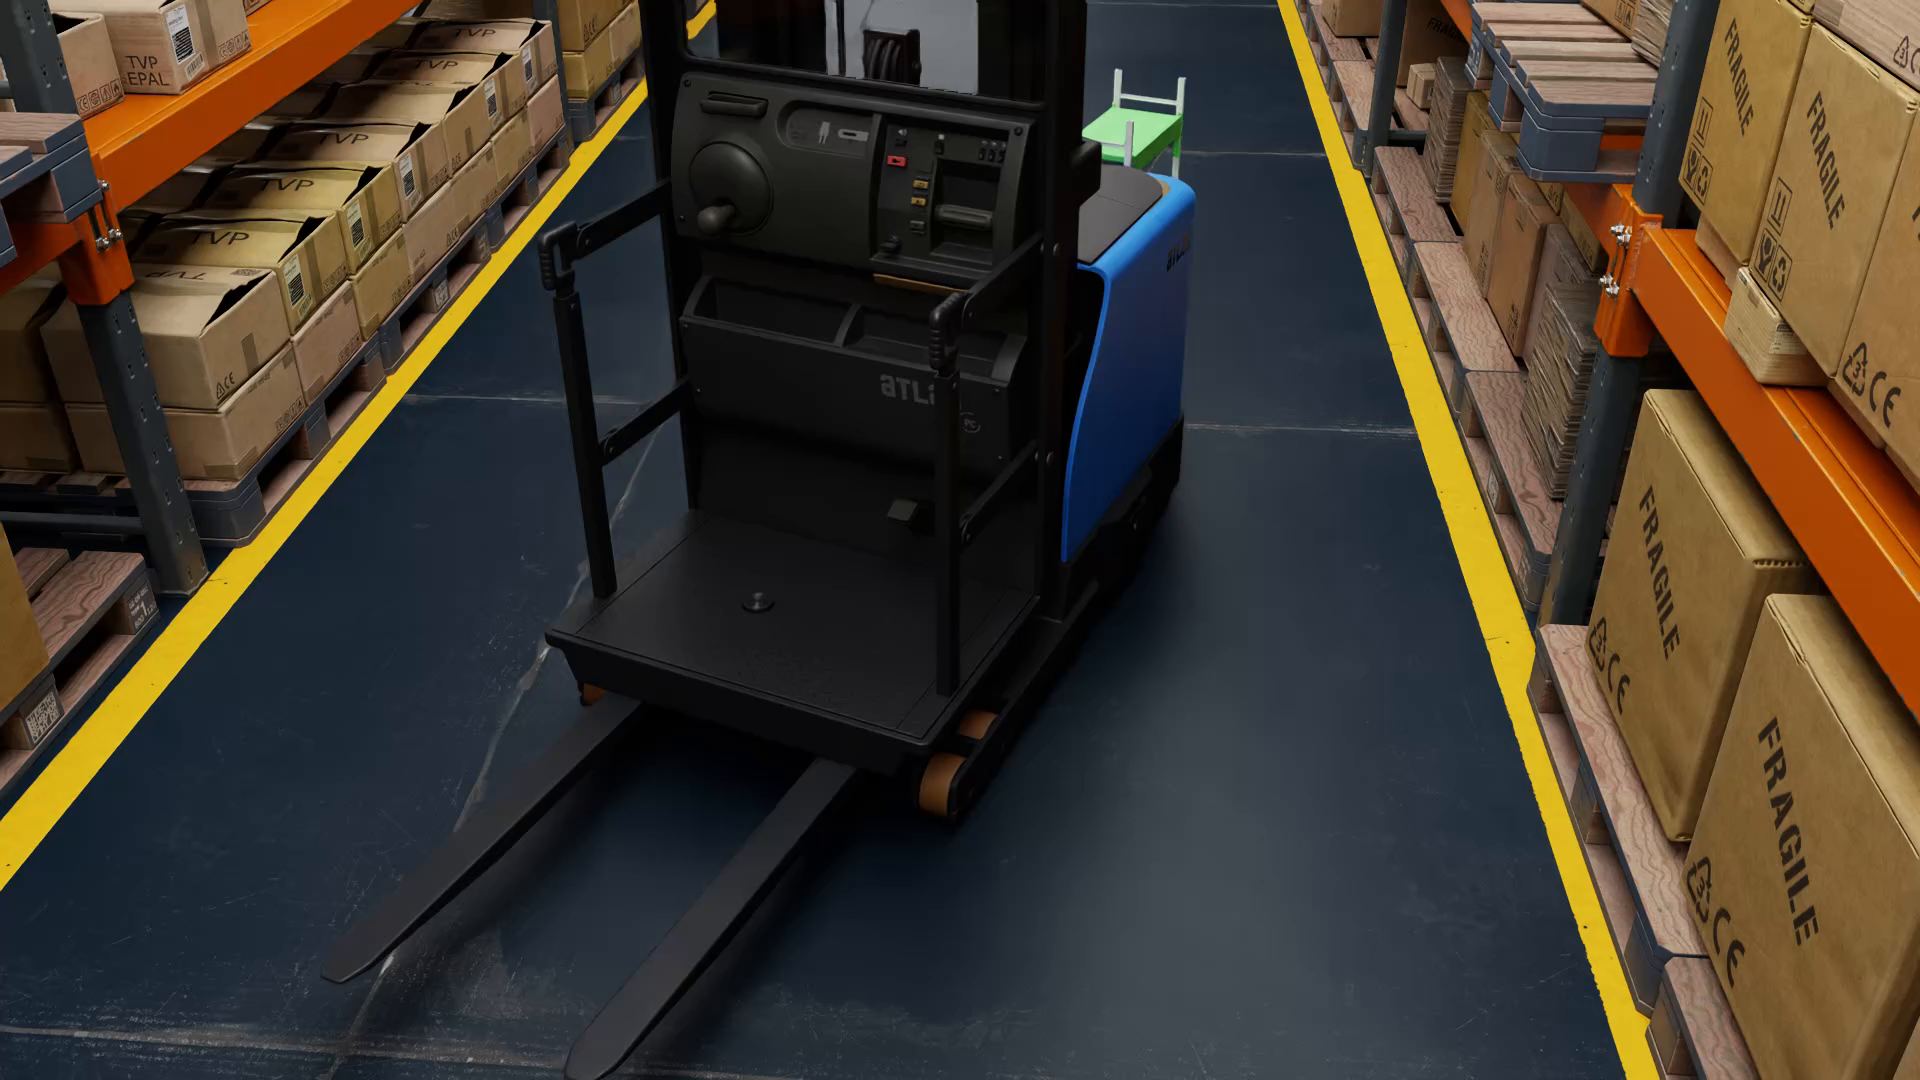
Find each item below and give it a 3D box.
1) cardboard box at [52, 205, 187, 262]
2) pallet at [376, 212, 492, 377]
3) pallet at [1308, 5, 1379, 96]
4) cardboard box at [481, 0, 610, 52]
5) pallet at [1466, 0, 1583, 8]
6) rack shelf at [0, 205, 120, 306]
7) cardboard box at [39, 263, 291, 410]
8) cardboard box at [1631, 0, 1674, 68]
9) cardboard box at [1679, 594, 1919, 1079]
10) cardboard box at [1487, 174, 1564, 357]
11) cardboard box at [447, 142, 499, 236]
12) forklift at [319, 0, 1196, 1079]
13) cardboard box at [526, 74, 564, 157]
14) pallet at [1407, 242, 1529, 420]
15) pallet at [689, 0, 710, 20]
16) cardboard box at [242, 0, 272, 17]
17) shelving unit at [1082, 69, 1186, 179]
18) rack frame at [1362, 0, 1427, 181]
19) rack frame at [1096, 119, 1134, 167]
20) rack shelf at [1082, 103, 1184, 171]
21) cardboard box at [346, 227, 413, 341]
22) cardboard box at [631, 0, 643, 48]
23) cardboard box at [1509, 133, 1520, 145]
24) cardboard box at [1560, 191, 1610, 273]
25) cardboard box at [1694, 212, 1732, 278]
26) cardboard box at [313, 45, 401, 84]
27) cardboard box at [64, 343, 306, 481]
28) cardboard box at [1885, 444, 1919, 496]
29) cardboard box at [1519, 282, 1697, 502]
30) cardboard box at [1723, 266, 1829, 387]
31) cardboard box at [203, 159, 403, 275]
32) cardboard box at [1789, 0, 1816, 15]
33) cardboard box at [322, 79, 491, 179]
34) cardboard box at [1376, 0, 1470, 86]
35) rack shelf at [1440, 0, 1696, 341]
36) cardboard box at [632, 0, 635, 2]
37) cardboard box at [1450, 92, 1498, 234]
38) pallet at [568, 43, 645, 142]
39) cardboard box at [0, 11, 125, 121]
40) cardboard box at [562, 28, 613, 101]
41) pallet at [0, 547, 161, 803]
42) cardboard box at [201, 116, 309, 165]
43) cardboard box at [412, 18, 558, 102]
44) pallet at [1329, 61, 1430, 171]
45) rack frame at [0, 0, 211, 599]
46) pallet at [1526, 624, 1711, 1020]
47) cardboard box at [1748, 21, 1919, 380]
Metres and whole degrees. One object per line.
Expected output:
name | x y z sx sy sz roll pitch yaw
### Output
cardboard box | -2.956 -0.960 5.634 0.500 0.311 0.500 2 32 3
pallet | -2.581 -1.034 6.727 1.003 0.211 1.213 2 32 4
pallet | 2.590 -2.843 9.663 1.003 0.211 1.213 2 32 4
cardboard box | -2.114 -2.804 8.447 0.500 0.500 0.500 2 32 4
pallet | 2.269 -1.902 5.660 1.003 0.211 1.213 2 32 4
rack shelf | -2.952 0.196 2.759 1.077 0.370 4.000 2 32 4
cardboard box | -2.454 -0.664 5.155 0.500 0.311 0.500 3 32 6
cardboard box | 2.177 -1.423 4.185 0.700 0.500 0.500 -1 32 -2
cardboard box | 1.880 0.627 3.023 0.750 0.750 0.750 2 32 4
cardboard box | 2.325 -0.974 5.934 0.700 0.500 0.500 2 32 4
cardboard box | -2.293 -1.495 7.037 0.500 0.250 0.500 3 32 5
forklift | -0.365 -0.818 3.783 1.130 2.935 3.031 14 34 21
cardboard box | -2.208 -2.027 7.900 0.500 0.250 0.500 2 32 4
pallet | 2.315 -0.804 6.354 1.003 0.211 1.213 2 32 4
pallet | -2.158 -3.751 11.135 1.003 0.211 1.213 2 32 4
cardboard box | -2.669 -2.077 5.666 0.500 0.500 0.500 1 32 1
shelving unit | 0.517 -0.895 5.559 0.258 1.200 0.503 14 34 21
rack frame | 2.474 -3.038 7.321 1.000 3.000 0.127 2 32 4
rack frame | 0.414 -0.779 5.371 0.240 1.200 0.015 14 34 21
rack shelf | 0.517 -1.249 5.341 0.258 0.148 0.480 14 34 21
cardboard box | -2.377 -0.961 6.170 0.500 0.250 0.500 2 32 3
cardboard box | -2.032 -3.008 9.493 0.500 0.250 0.500 2 32 4
cardboard box | 2.360 -1.592 6.223 0.500 0.250 0.500 2 32 3
cardboard box | 2.264 -1.063 5.364 0.500 0.250 0.500 3 32 5
cardboard box | 1.891 -0.686 3.724 0.380 0.149 0.250 2 32 3
cardboard box | -2.791 -2.028 7.367 0.500 0.311 0.500 2 32 3
cardboard box | -2.454 -0.426 5.302 0.500 0.250 0.500 2 32 4
cardboard box | 1.845 -0.146 2.849 0.380 0.149 0.250 3 32 5
cardboard box | 2.155 -0.448 5.082 0.700 0.500 0.500 3 32 5
cardboard box | 1.756 -0.419 3.291 0.380 0.149 0.250 3 32 5
cardboard box | -2.376 -1.206 6.034 0.500 0.311 0.500 2 32 3
cardboard box | 1.852 -1.202 3.229 0.500 0.250 0.500 3 32 5
cardboard box | -2.290 -1.738 6.896 0.500 0.311 0.500 2 32 4
cardboard box | 2.519 -2.706 8.745 0.500 0.500 0.500 0 32 0
rack shelf | 2.311 -1.686 5.813 1.077 0.370 4.000 2 32 4
cardboard box | -2.032 -3.327 9.296 0.500 0.500 0.500 2 32 4
cardboard box | 2.439 -1.503 6.794 0.700 0.500 0.500 2 32 3
pallet | -2.357 -2.475 9.064 1.003 0.211 1.213 2 32 4
cardboard box | -2.716 -1.307 4.596 0.500 0.311 0.500 4 32 7
cardboard box | -2.124 -2.486 8.645 0.500 0.250 0.500 2 32 4
pallet | -2.888 0.420 4.368 1.003 0.211 1.213 2 32 4
cardboard box | -2.869 -1.485 6.487 0.500 0.311 0.500 3 32 5
cardboard box | -2.211 -2.271 7.762 0.500 0.311 0.500 2 32 4
pallet | 2.493 -2.204 8.625 1.003 0.211 1.213 2 32 4
rack frame | -2.789 -1.156 4.267 1.000 3.000 0.127 2 32 4
pallet | 2.009 0.650 3.995 1.003 0.211 1.213 2 32 4
cardboard box | 1.802 -0.608 2.979 0.500 0.500 0.500 3 32 6
